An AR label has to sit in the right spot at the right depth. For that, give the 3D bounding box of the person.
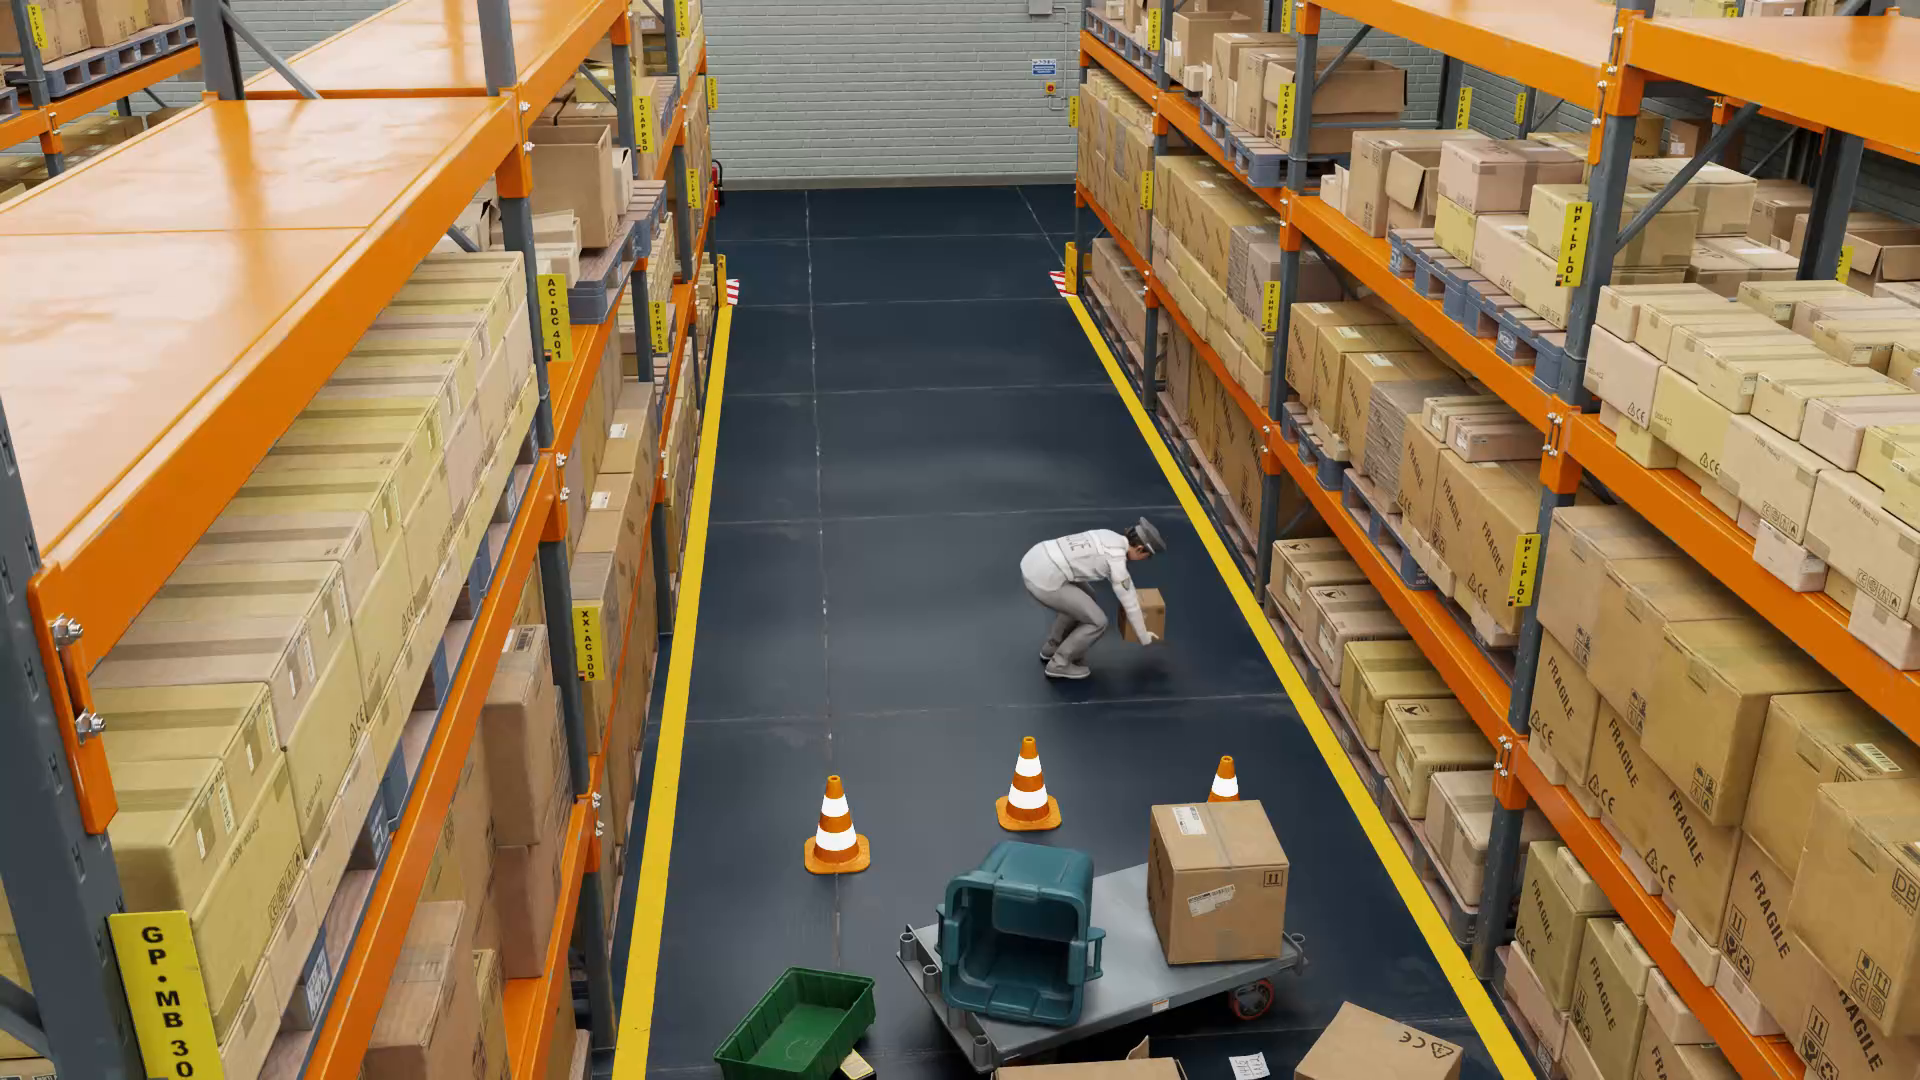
[{"bbox_3d":[0.832,0.346,10.369,0.915,0.983,0.467,-3,24,-7],"label":"person"}]
